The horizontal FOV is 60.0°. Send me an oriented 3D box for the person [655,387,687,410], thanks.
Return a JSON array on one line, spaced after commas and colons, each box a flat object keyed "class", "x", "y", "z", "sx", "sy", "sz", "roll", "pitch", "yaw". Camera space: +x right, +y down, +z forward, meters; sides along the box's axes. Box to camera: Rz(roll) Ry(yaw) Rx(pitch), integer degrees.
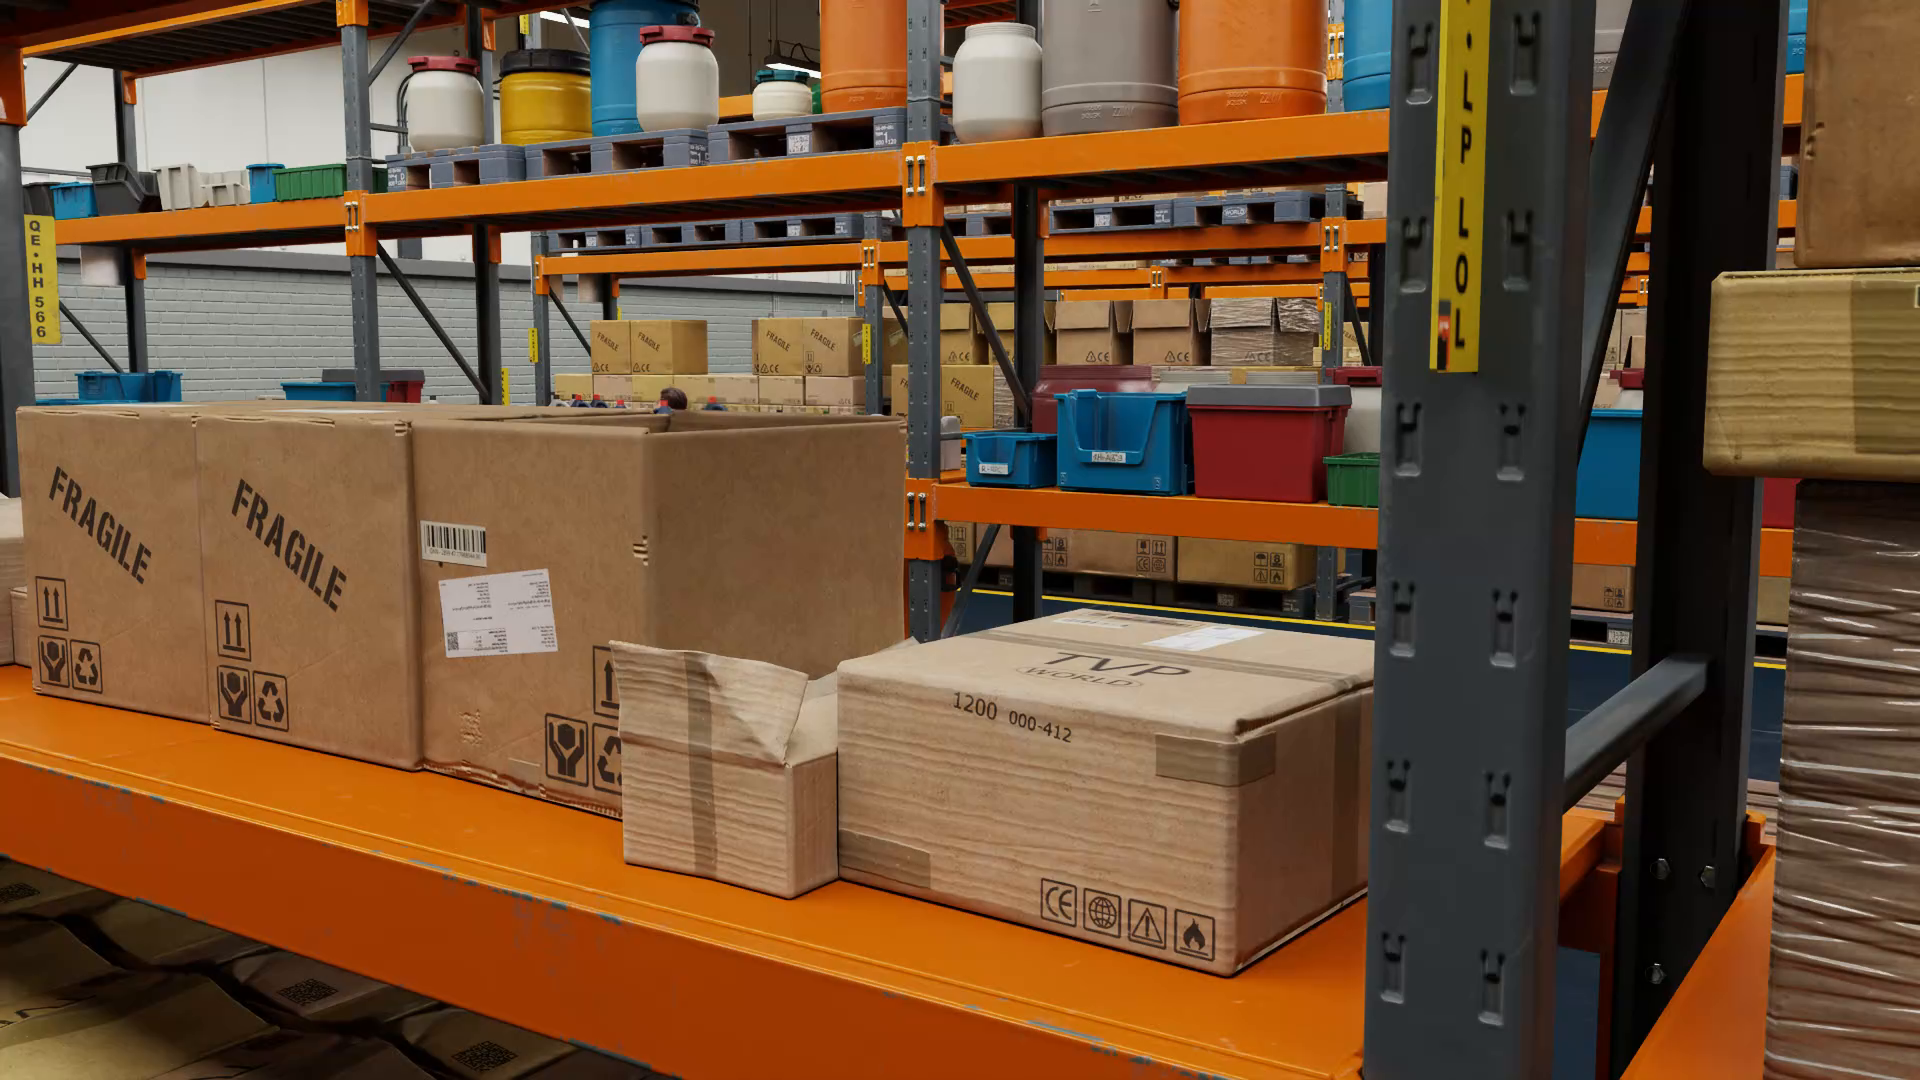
[{"class": "person", "x": -2.001, "y": -0.247, "z": 11.630, "sx": 0.856, "sy": 1.641, "sz": 0.436, "roll": 4, "pitch": 7, "yaw": 30}]
